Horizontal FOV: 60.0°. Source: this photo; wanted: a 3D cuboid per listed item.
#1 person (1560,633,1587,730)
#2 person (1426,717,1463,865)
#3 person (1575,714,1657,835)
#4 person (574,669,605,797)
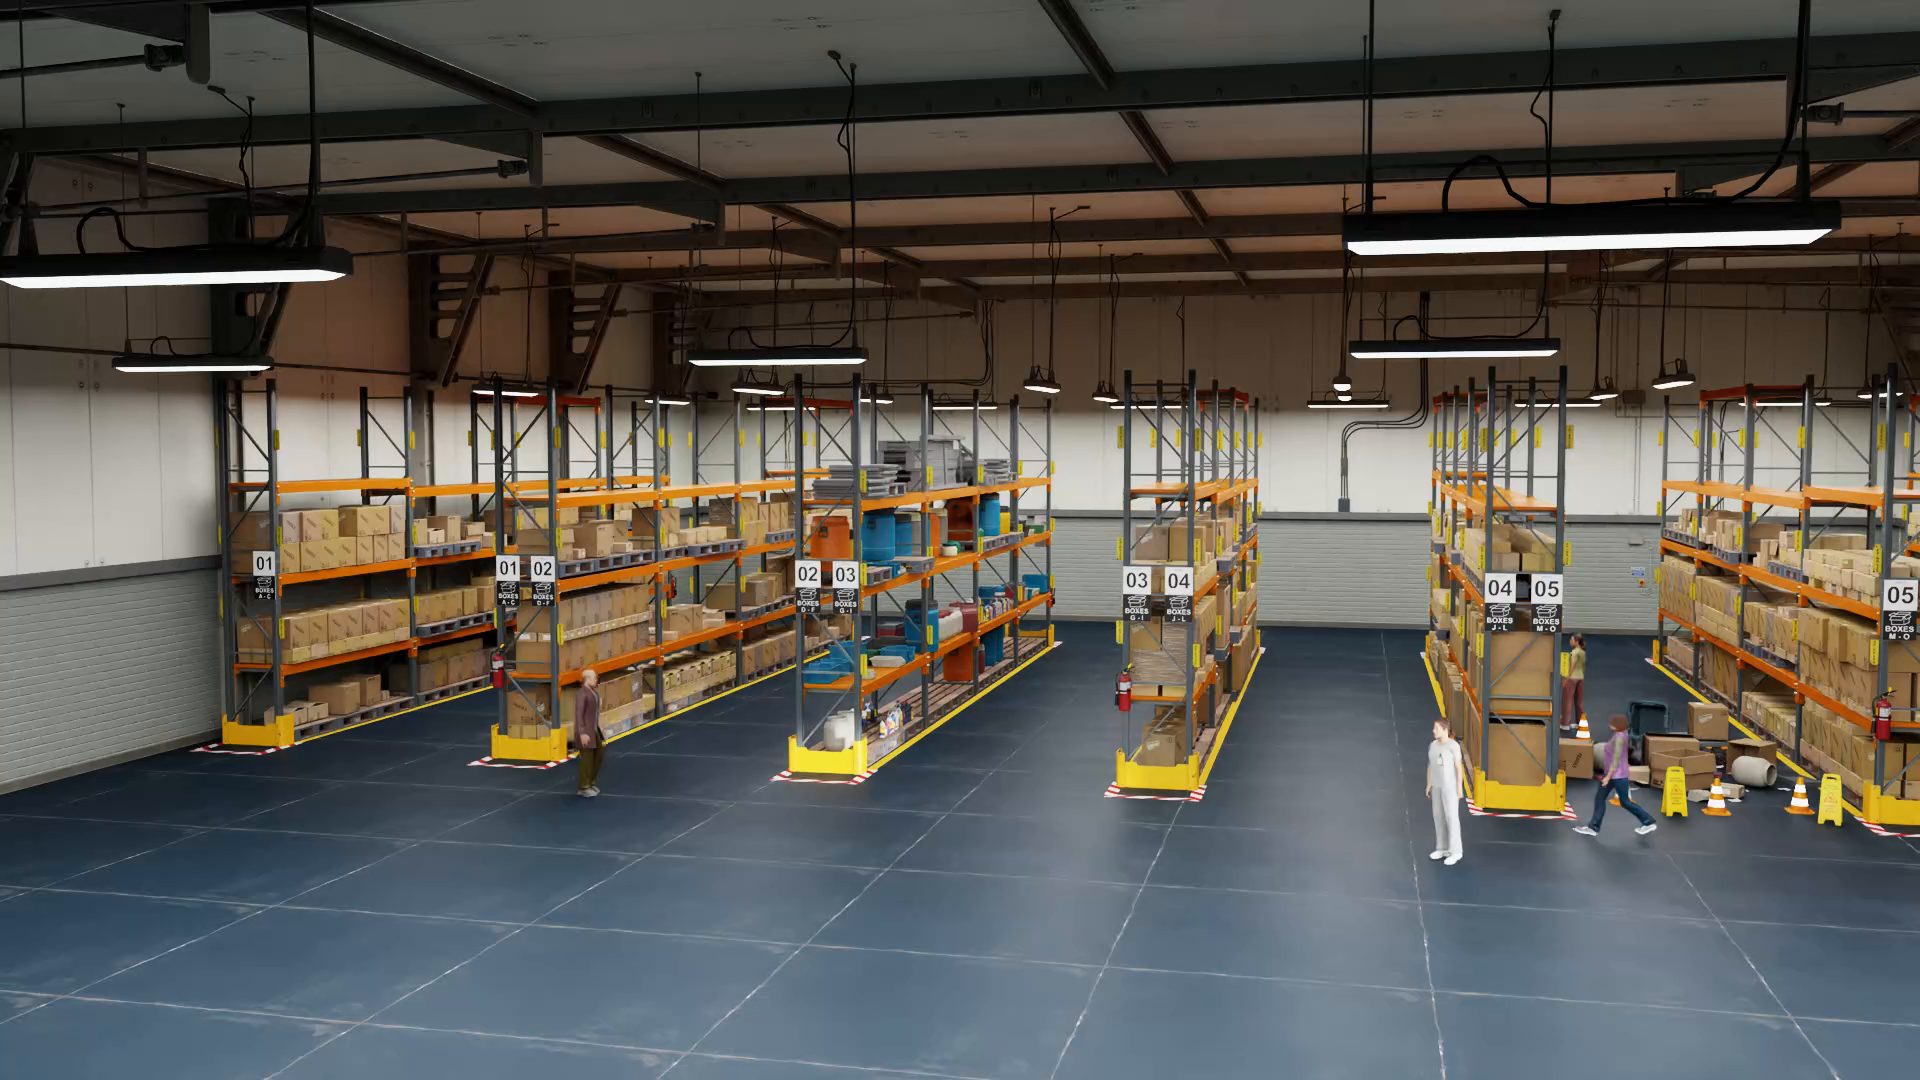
[{"bbox_3d":[10.617,2.449,28.802,0.538,1.675,0.375,-2,4,-29],"label":"person"},{"bbox_3d":[5.781,2.978,19.884,0.418,1.701,0.537,-2,4,-32],"label":"person"},{"bbox_3d":[8.262,2.960,20.890,0.926,1.556,0.401,0,3,2],"label":"person"},{"bbox_3d":[-5.256,2.743,23.484,0.408,1.845,0.692,0,3,8],"label":"person"}]
